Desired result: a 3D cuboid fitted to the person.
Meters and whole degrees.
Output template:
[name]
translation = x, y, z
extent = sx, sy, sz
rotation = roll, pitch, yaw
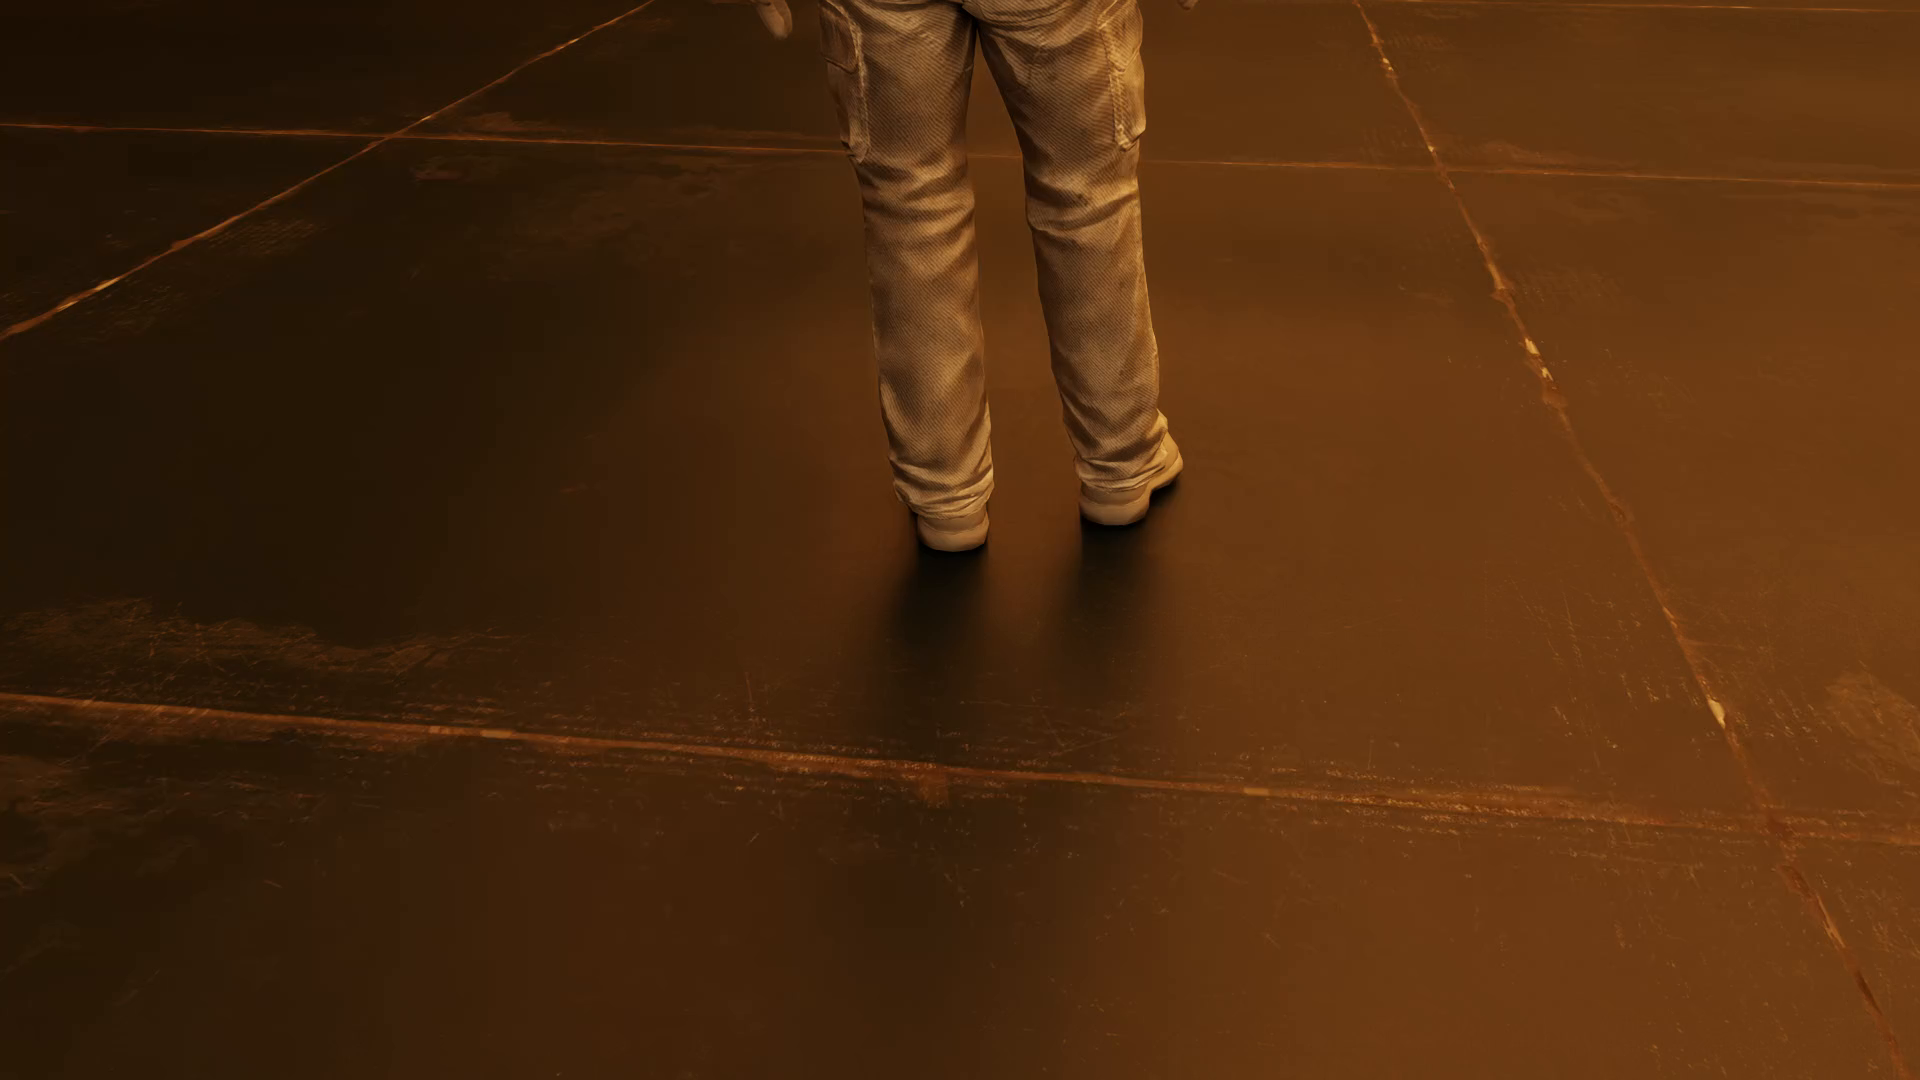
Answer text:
[person]
translation = 0.018, -0.836, 2.161
extent = 0.656, 1.782, 0.577
rotation = 3, 27, 7
